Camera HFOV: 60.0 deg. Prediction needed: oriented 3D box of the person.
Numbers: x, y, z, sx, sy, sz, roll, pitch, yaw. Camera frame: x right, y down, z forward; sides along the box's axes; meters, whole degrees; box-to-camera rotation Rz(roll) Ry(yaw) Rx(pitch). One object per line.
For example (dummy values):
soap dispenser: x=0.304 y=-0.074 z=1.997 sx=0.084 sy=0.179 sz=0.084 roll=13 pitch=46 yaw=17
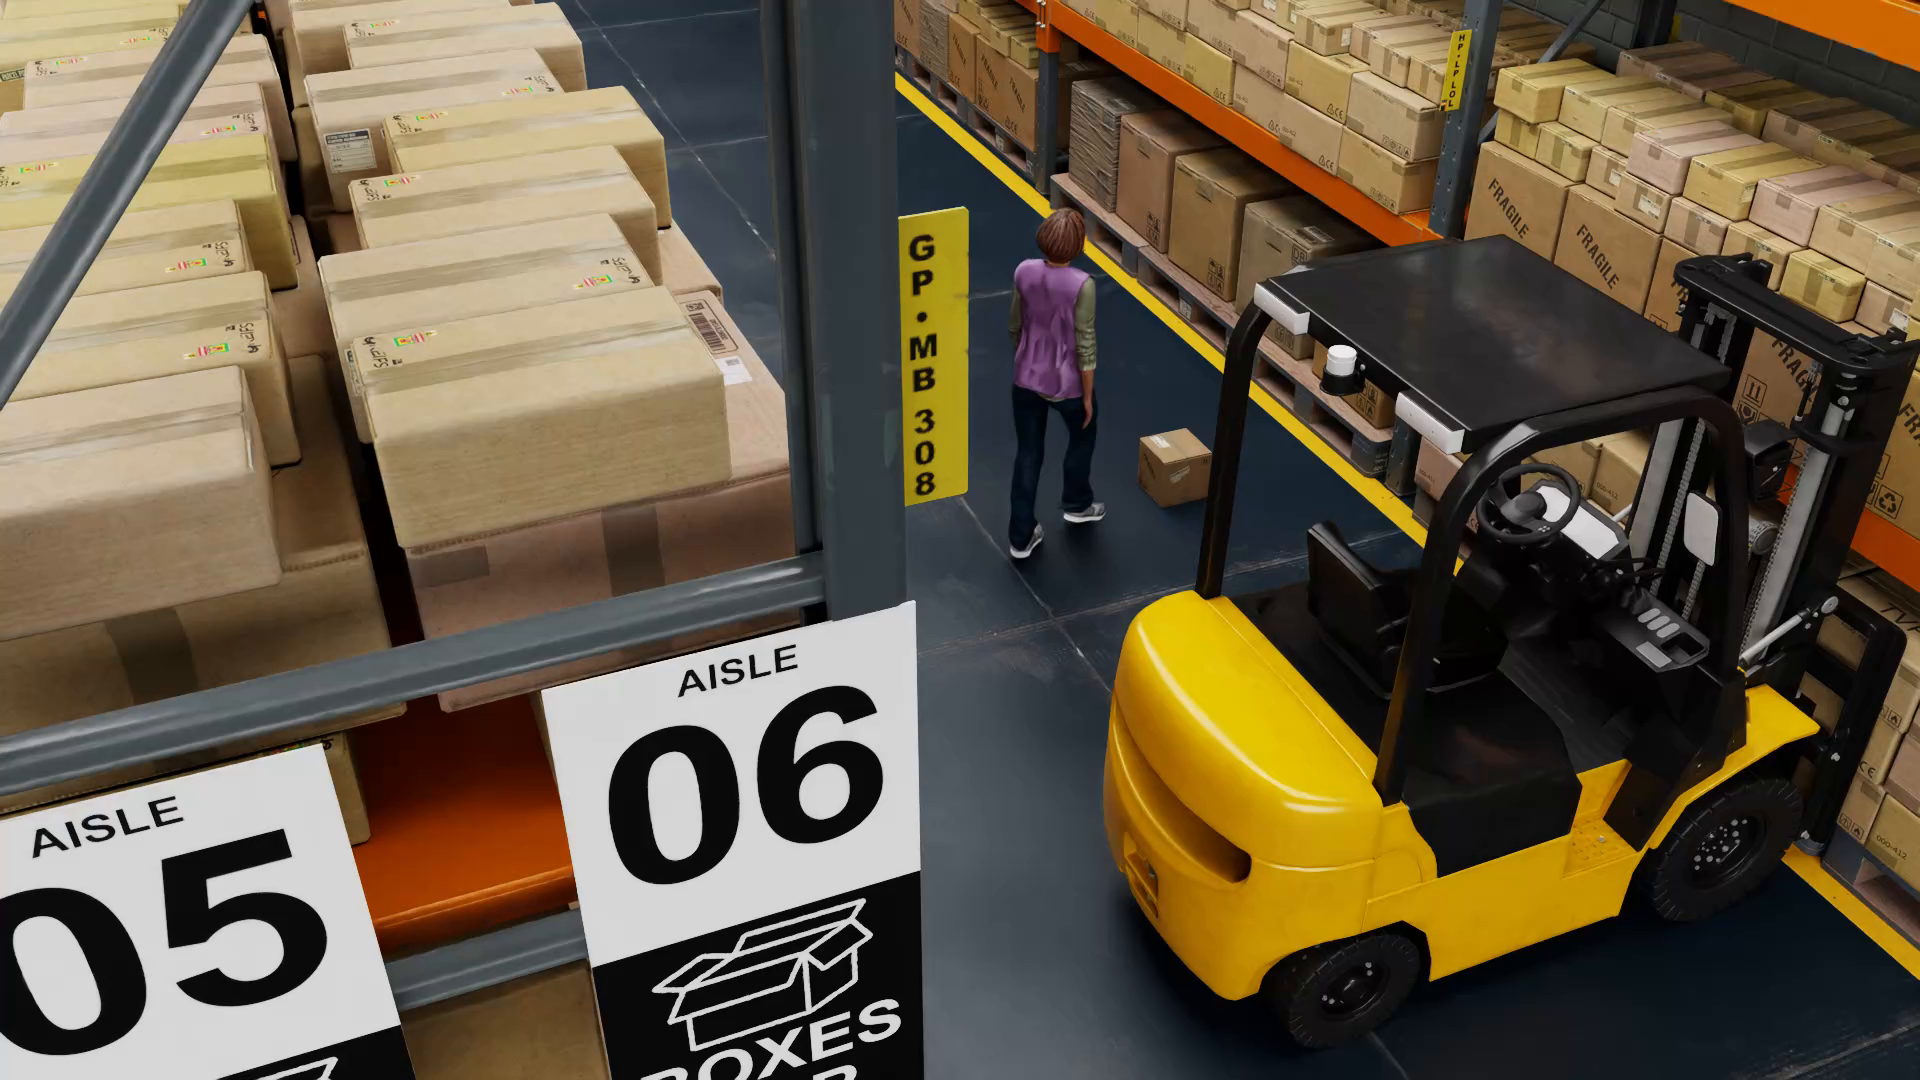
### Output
person: x=0.407 y=-0.684 z=7.158 sx=0.446 sy=1.610 sz=0.625 roll=14 pitch=37 yaw=20
